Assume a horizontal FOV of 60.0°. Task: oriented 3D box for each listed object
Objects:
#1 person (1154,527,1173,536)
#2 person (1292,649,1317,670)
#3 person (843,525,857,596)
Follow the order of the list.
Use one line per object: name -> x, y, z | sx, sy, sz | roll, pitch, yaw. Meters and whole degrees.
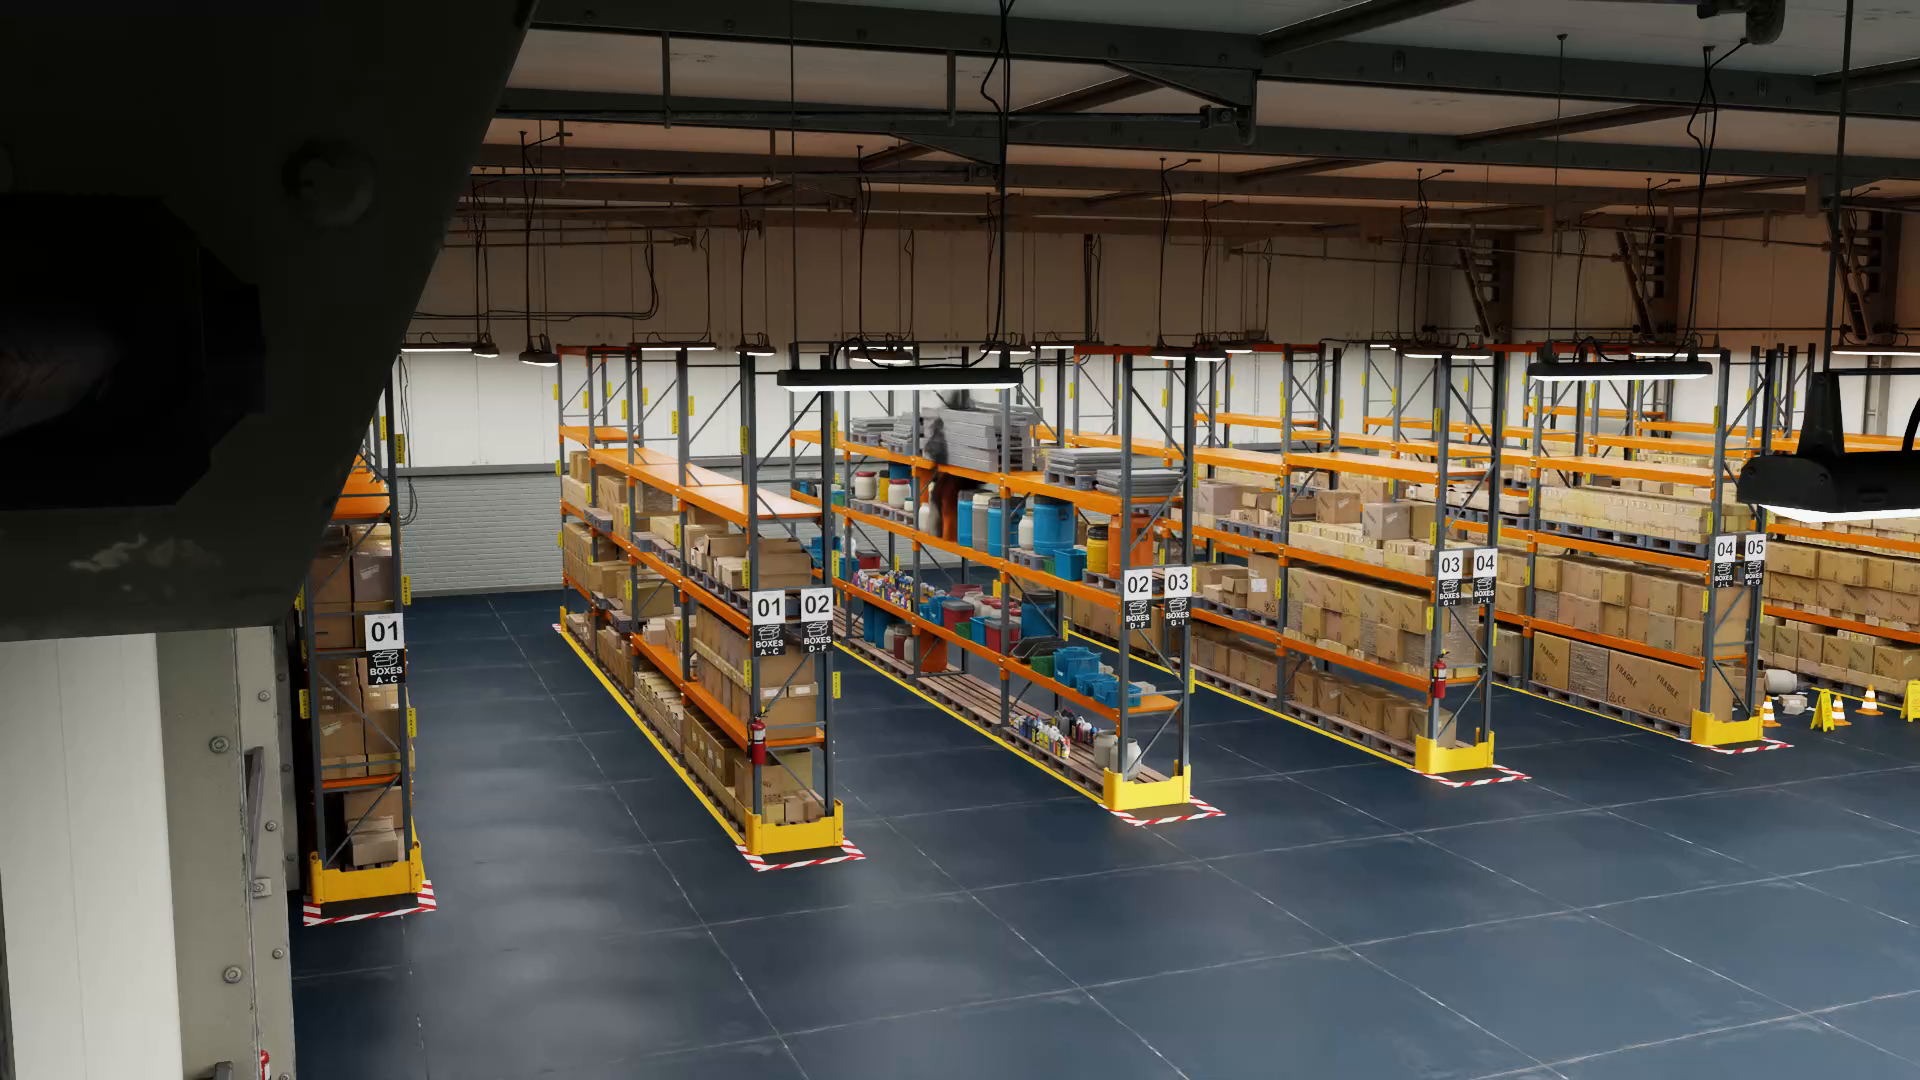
person -> 4.941, 0.310, 40.713 | 0.704, 1.715, 0.694 | 6, 9, 38
person -> 6.492, 1.613, 31.044 | 0.524, 1.588, 0.820 | -3, 8, -23
person -> -2.628, 0.469, 39.450 | 0.602, 1.737, 0.686 | 0, 7, -1
